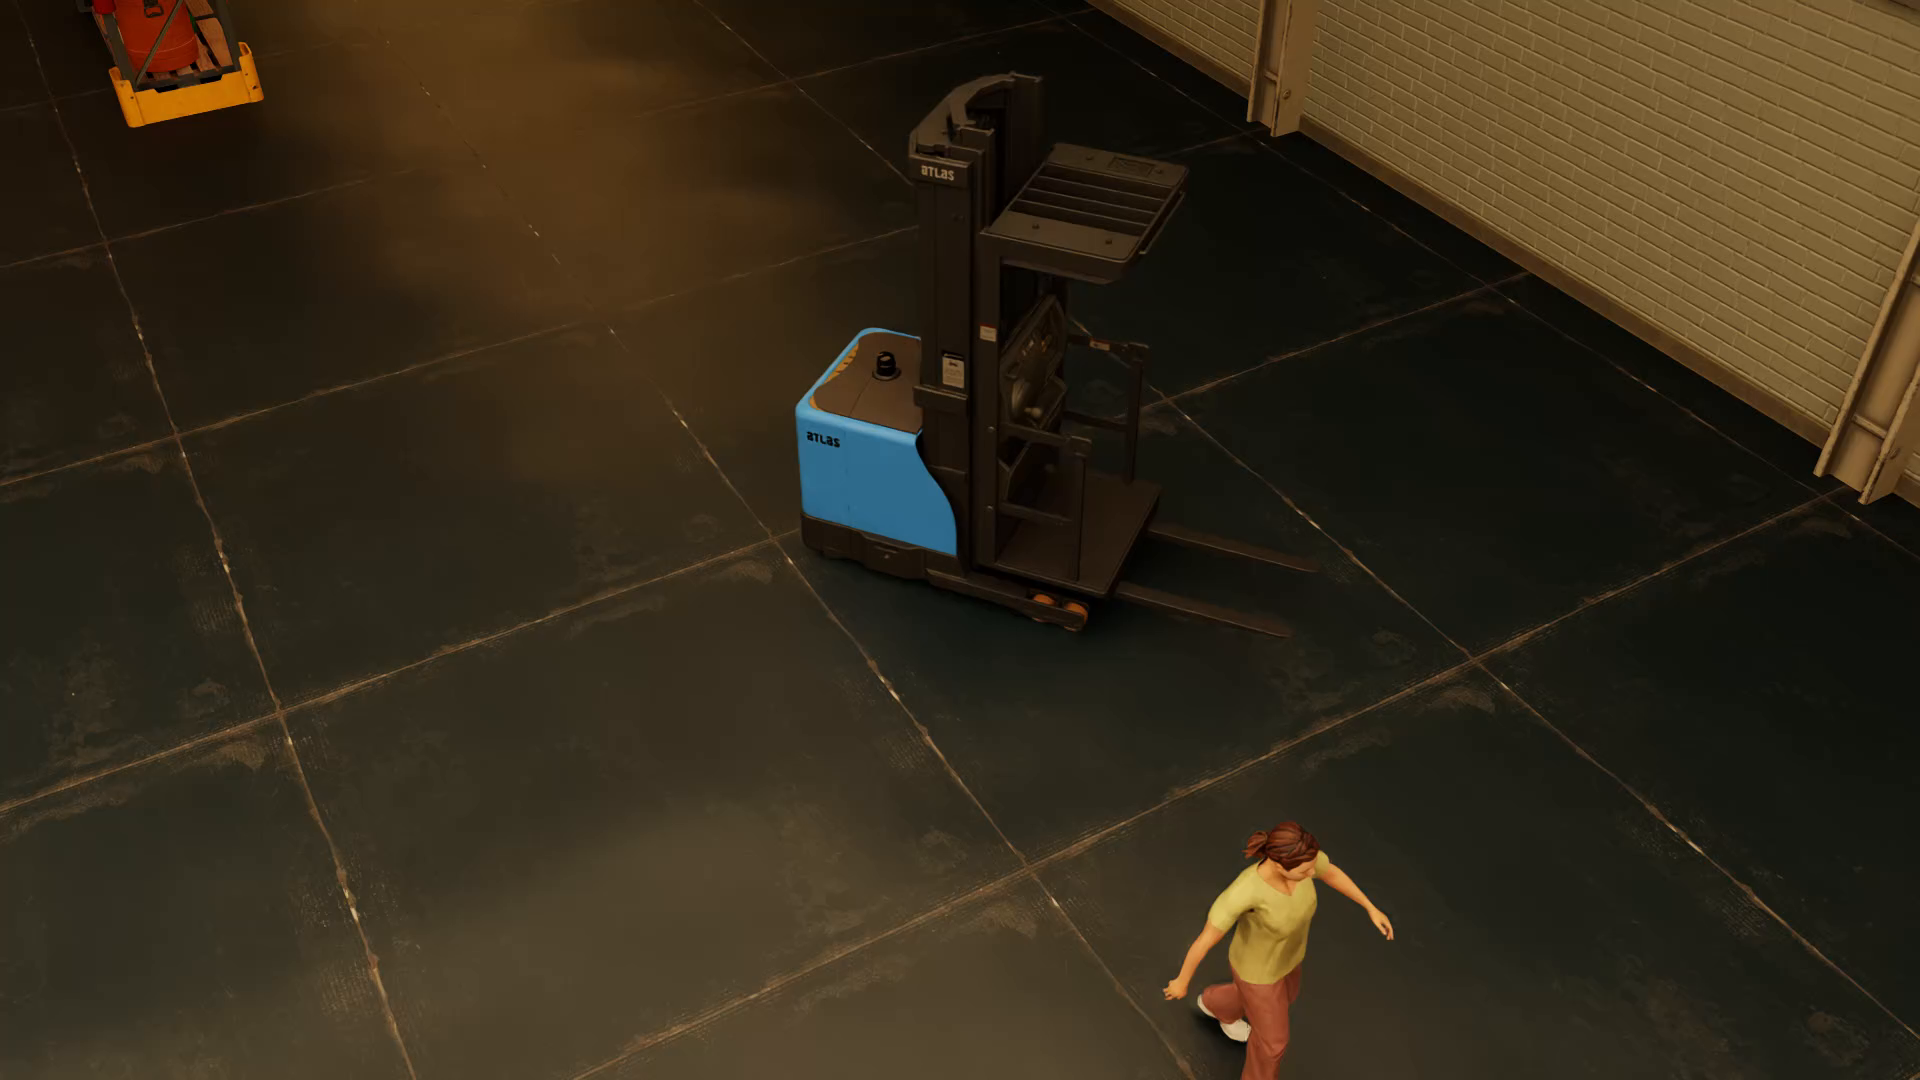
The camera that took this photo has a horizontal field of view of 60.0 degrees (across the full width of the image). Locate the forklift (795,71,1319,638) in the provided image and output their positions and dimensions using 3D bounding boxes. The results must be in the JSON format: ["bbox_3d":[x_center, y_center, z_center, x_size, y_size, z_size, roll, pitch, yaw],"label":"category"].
[{"bbox_3d":[0.593,-0.983,9.221,3.031,2.935,1.130,15,42,17],"label":"forklift"}]

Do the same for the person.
[{"bbox_3d":[1.271,1.747,6.938,0.837,1.659,0.700,-31,49,-32],"label":"person"}]
